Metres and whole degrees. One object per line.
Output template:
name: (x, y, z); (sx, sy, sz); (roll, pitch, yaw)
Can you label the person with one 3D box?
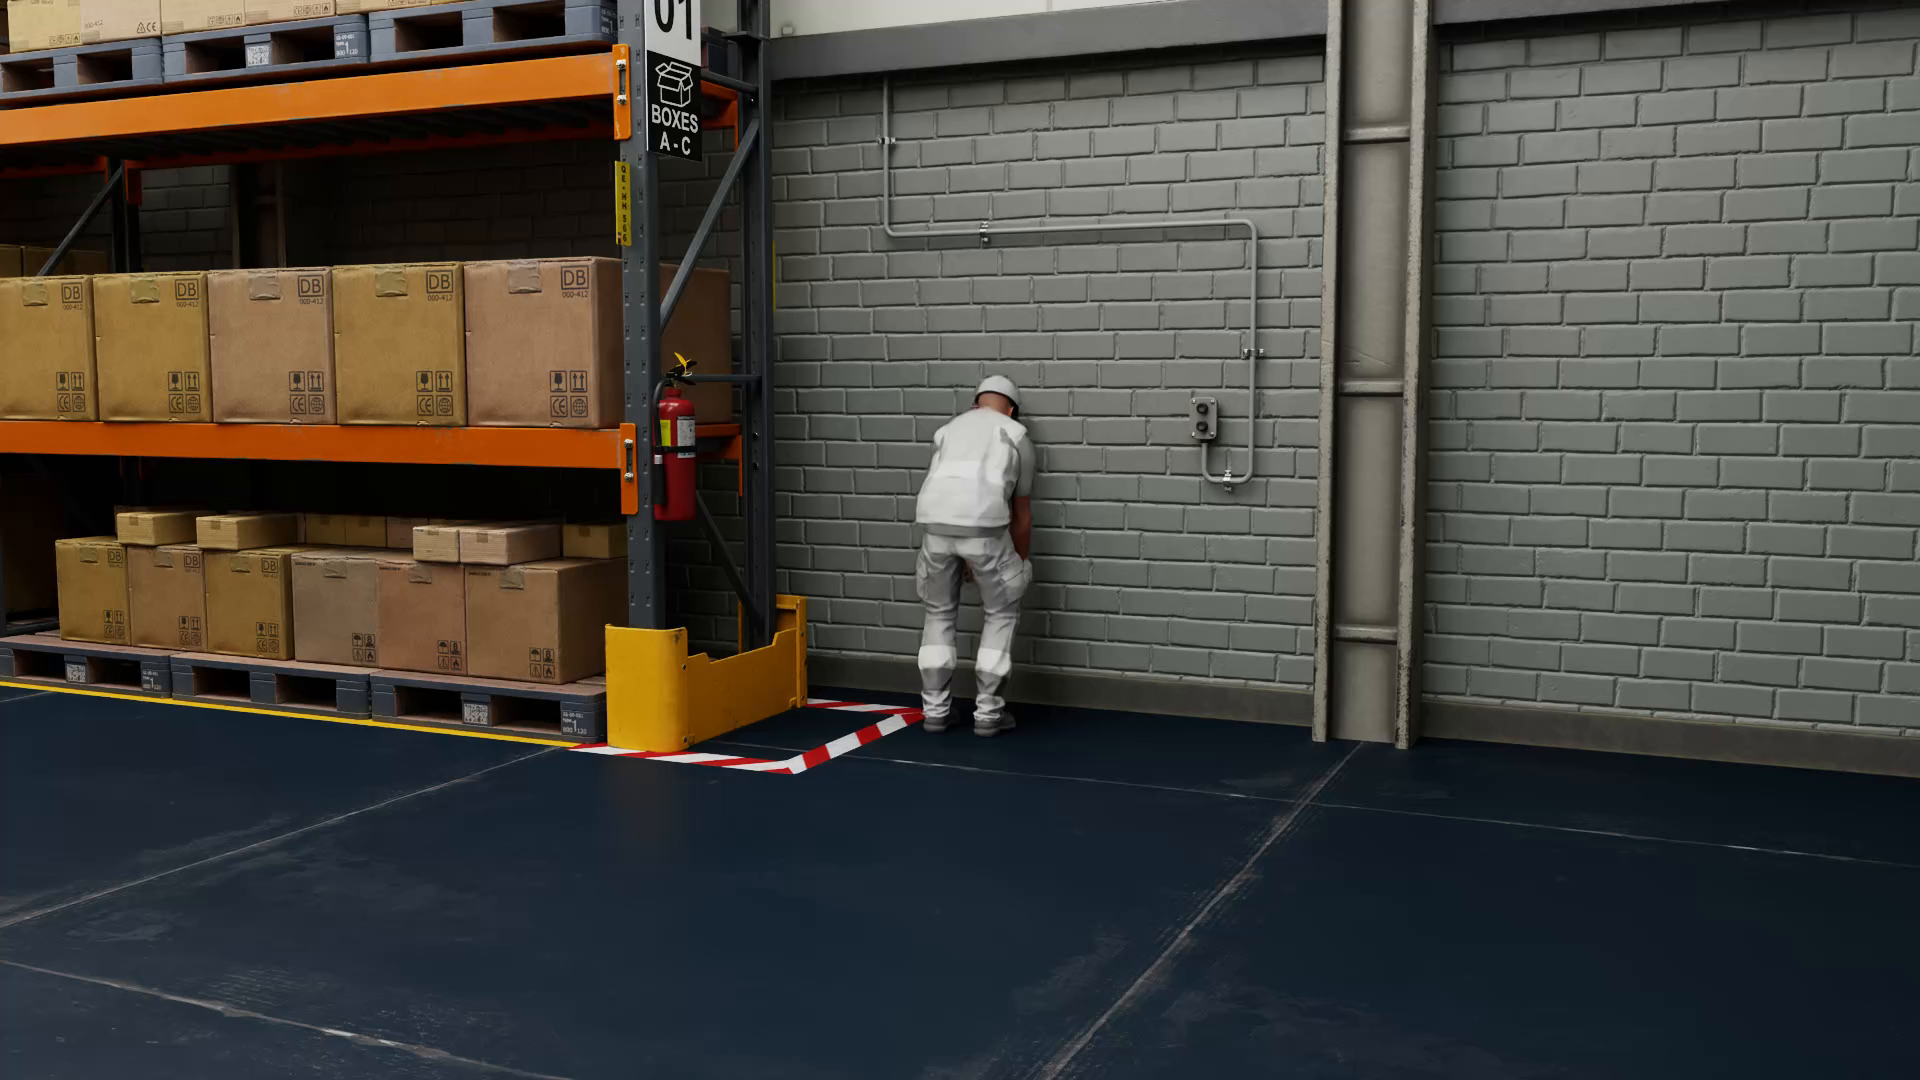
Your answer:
person: (0.090, 0.041, 7.278); (0.497, 1.526, 0.823); (2, 6, 20)
